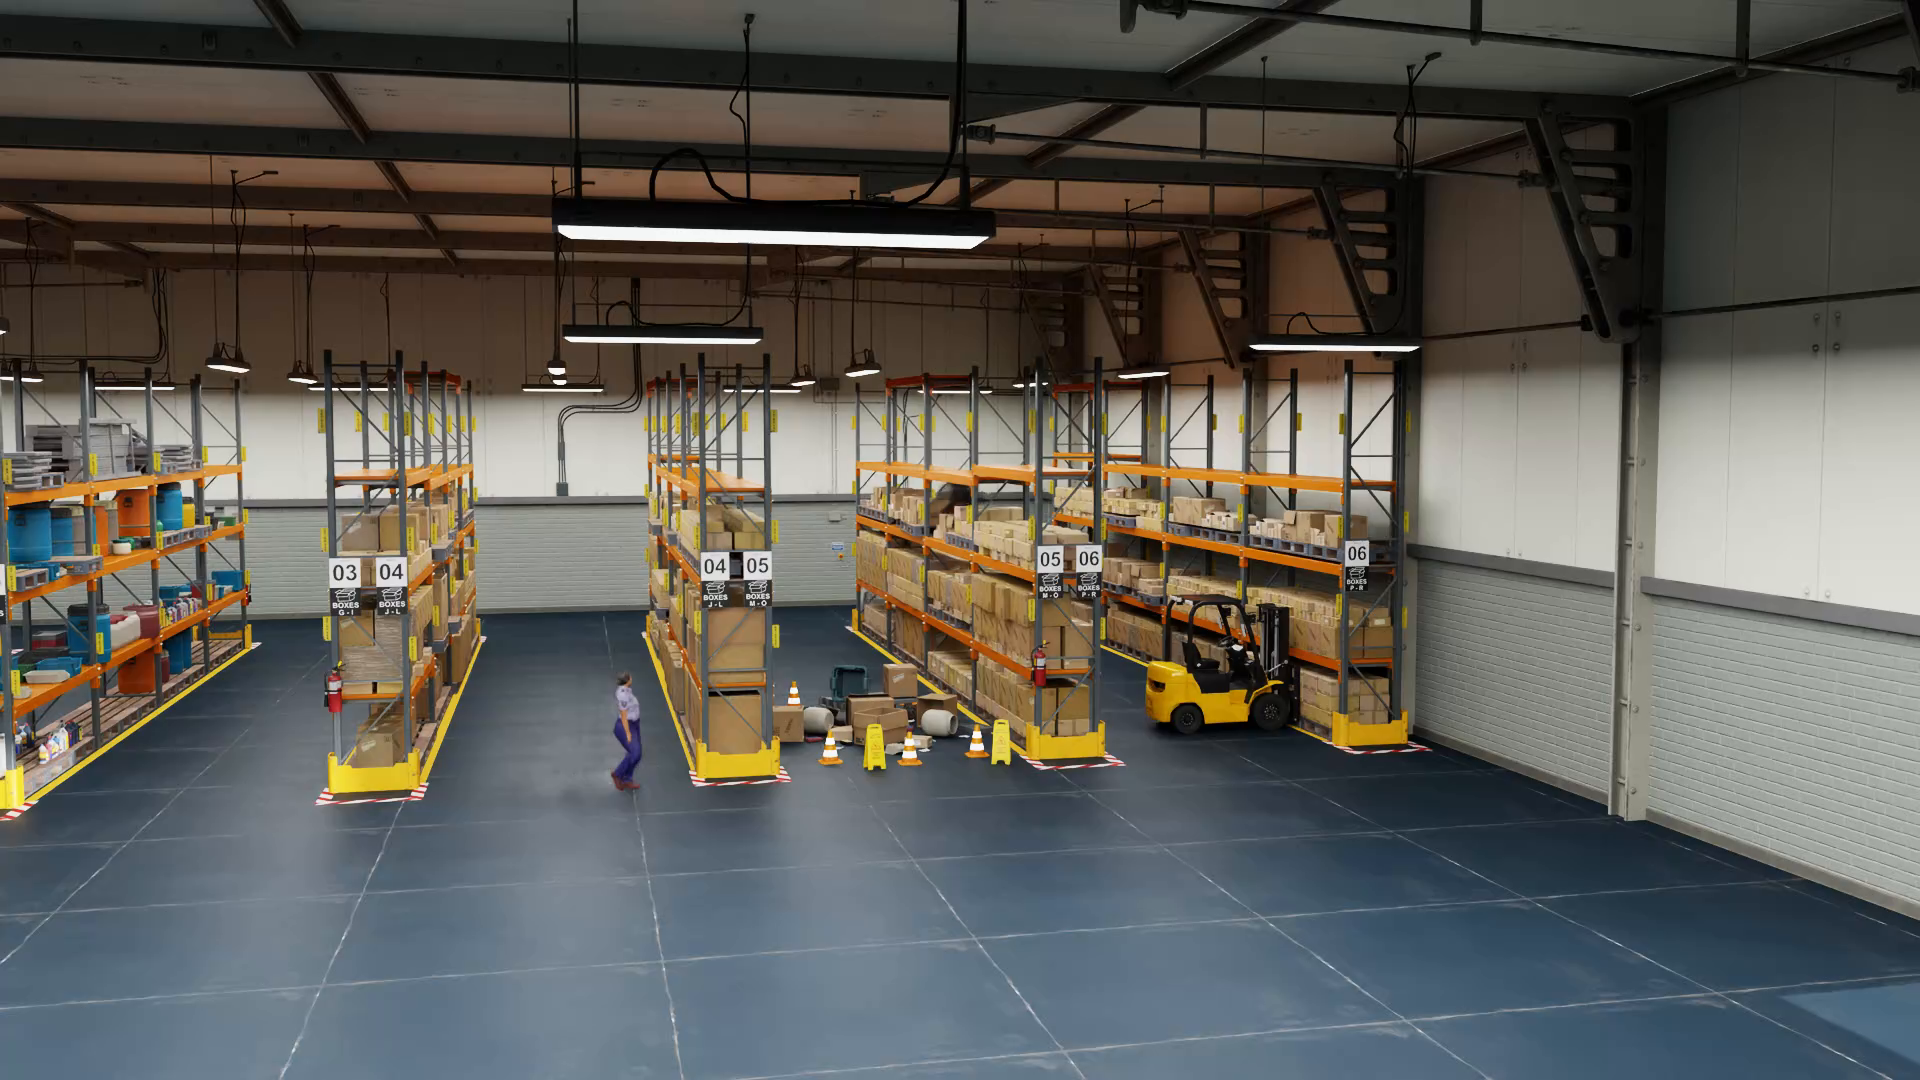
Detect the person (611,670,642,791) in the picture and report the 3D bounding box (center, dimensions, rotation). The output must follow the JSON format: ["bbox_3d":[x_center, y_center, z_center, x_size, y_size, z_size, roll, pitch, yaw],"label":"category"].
[{"bbox_3d":[-4.505,2.593,22.648,0.453,1.627,0.484,1,4,10],"label":"person"}]

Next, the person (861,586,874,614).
[{"bbox_3d":[-2.365,1.275,41.442,0.514,1.648,0.765,2,4,27],"label":"person"}]
